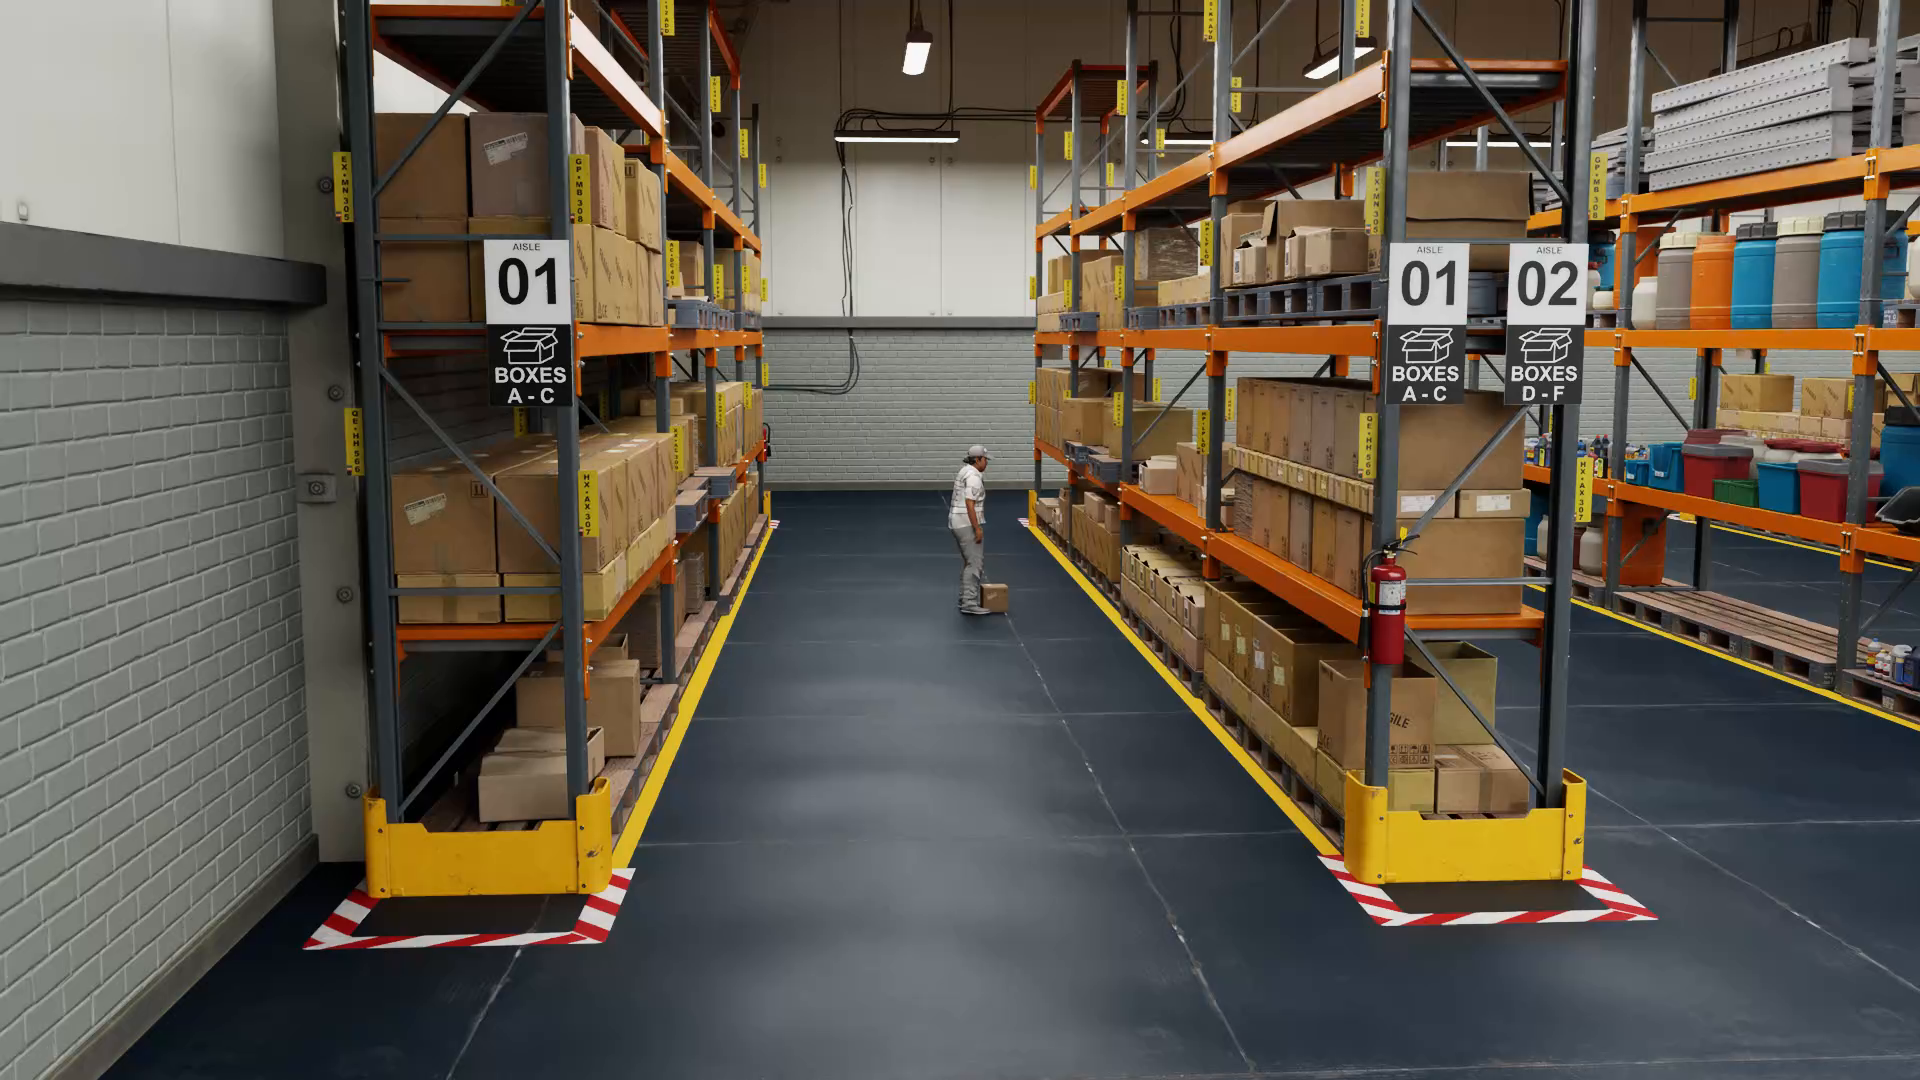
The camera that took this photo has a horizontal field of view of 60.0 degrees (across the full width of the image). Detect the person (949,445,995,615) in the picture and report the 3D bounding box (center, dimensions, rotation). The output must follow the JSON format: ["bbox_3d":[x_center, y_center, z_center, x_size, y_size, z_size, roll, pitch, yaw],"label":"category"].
[{"bbox_3d":[0.128,-0.115,16.660,0.464,1.667,0.564,-1,7,-7],"label":"person"}]
